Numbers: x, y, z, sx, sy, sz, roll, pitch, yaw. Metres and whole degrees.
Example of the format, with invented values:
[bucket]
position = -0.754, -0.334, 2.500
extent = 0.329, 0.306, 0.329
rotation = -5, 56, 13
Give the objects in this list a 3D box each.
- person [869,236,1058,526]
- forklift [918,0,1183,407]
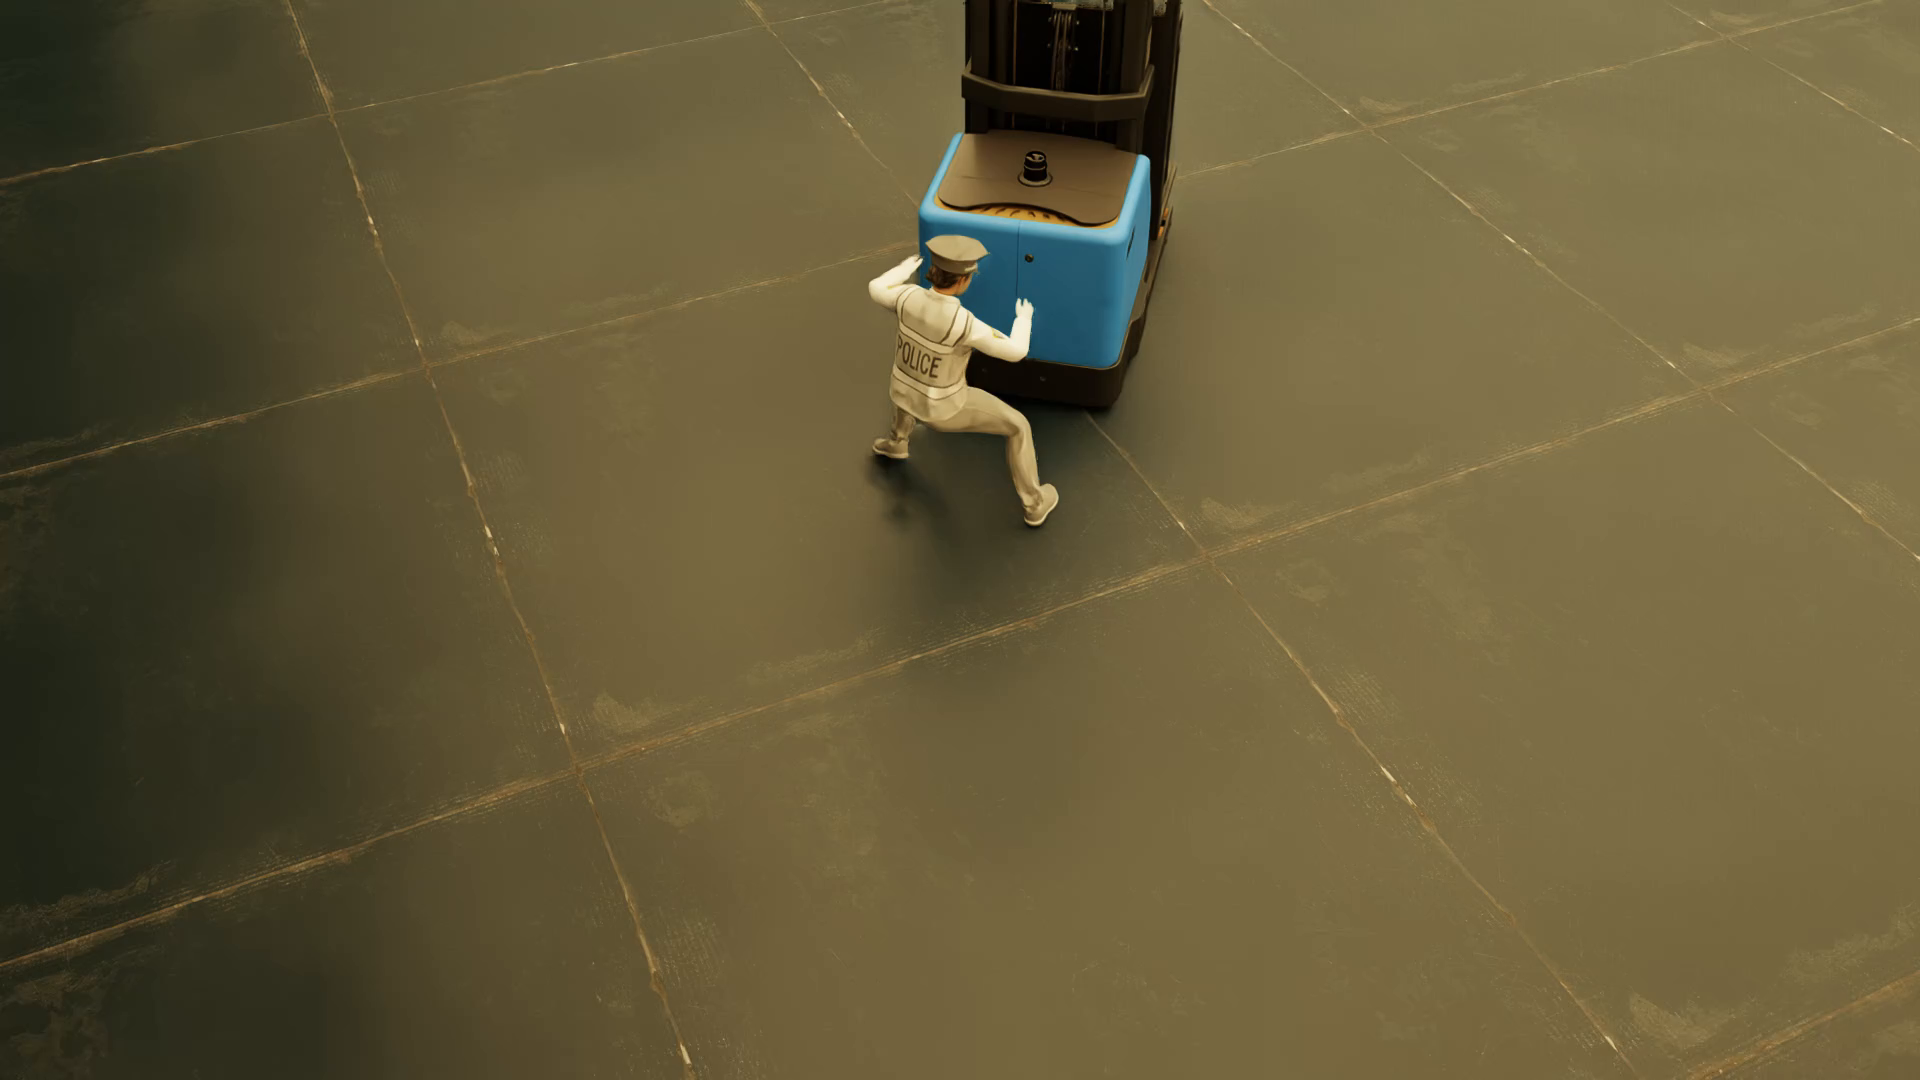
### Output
[person]
position = -0.005, -0.798, 7.626
extent = 0.990, 1.443, 0.691
rotation = 29, 50, 27
[forklift]
position = 0.623, -2.766, 8.644
extent = 1.130, 2.935, 3.031
rotation = 9, 44, 10
